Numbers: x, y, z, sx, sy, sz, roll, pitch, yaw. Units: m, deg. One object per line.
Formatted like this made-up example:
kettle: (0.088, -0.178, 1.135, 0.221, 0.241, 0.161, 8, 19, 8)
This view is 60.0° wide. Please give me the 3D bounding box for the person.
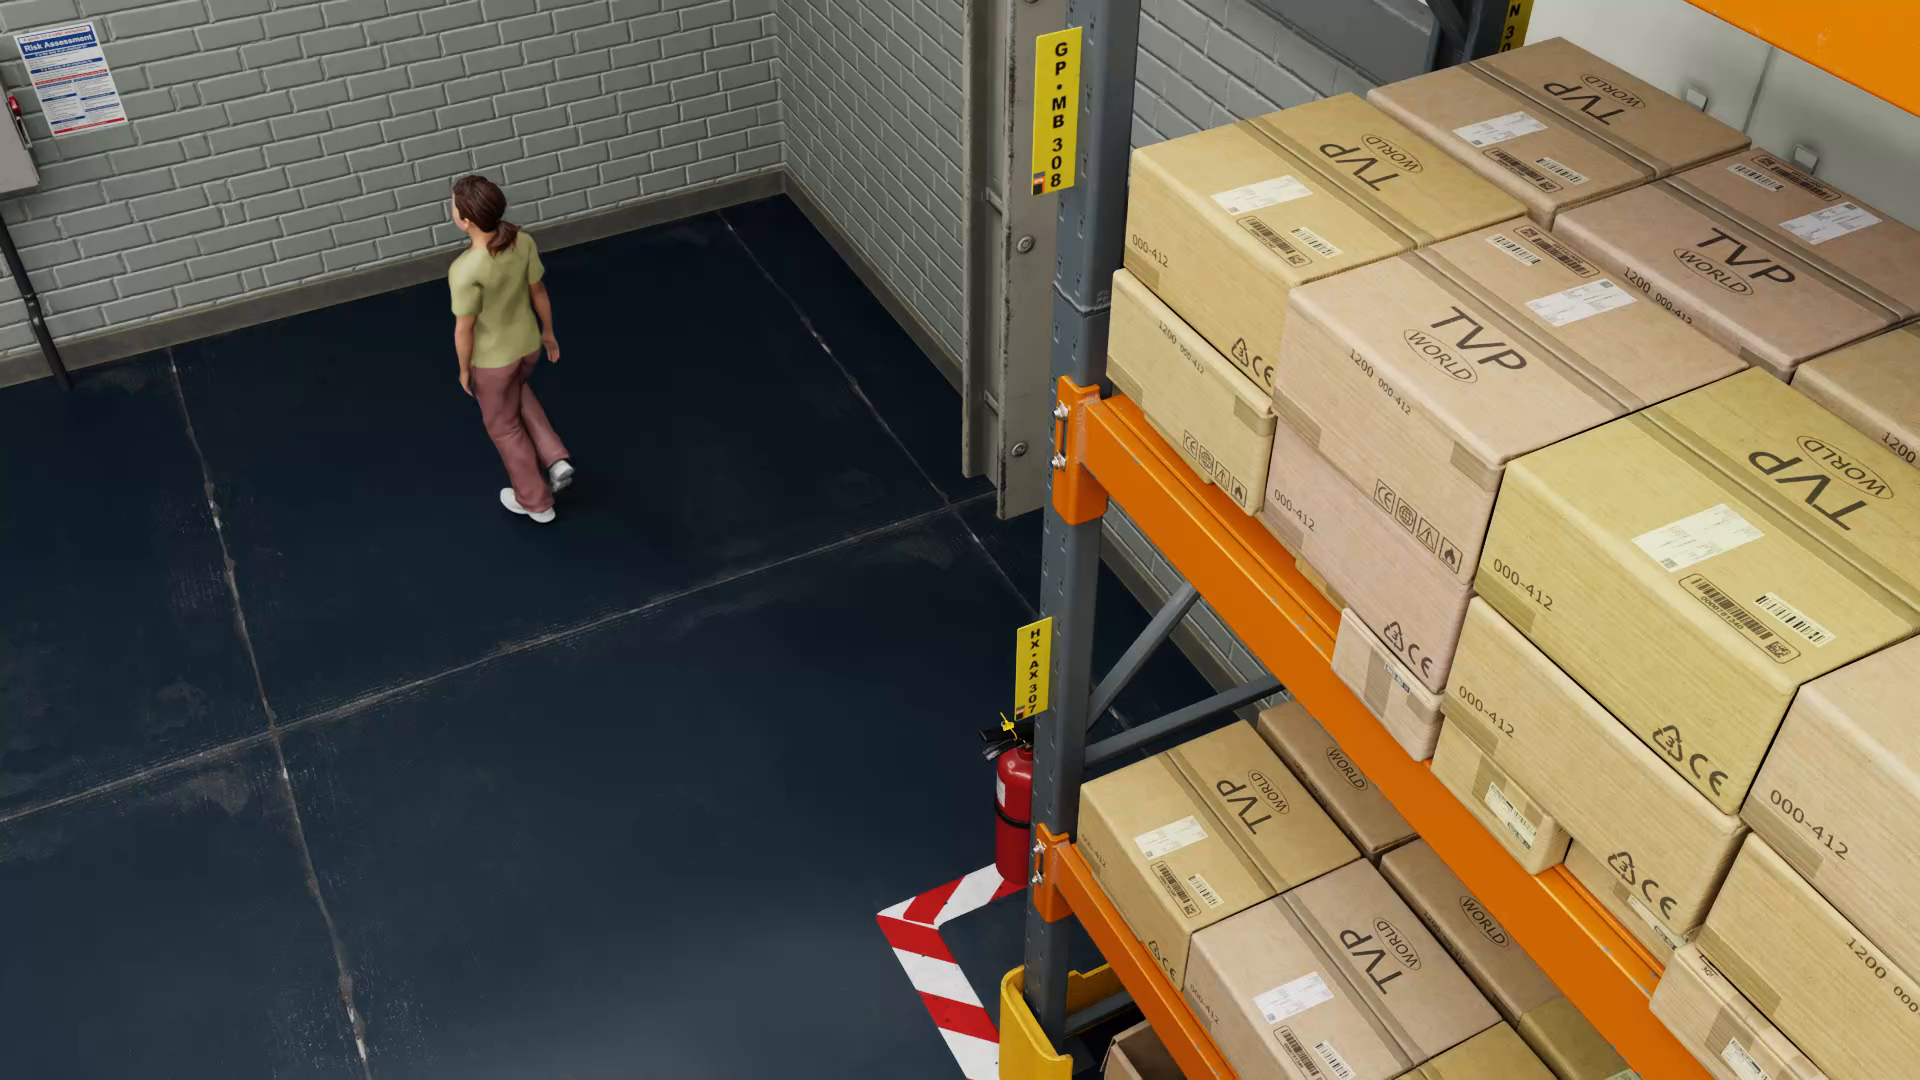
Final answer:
person: (-1.950, -0.797, 7.028, 0.460, 1.664, 0.462, 24, 47, 25)
